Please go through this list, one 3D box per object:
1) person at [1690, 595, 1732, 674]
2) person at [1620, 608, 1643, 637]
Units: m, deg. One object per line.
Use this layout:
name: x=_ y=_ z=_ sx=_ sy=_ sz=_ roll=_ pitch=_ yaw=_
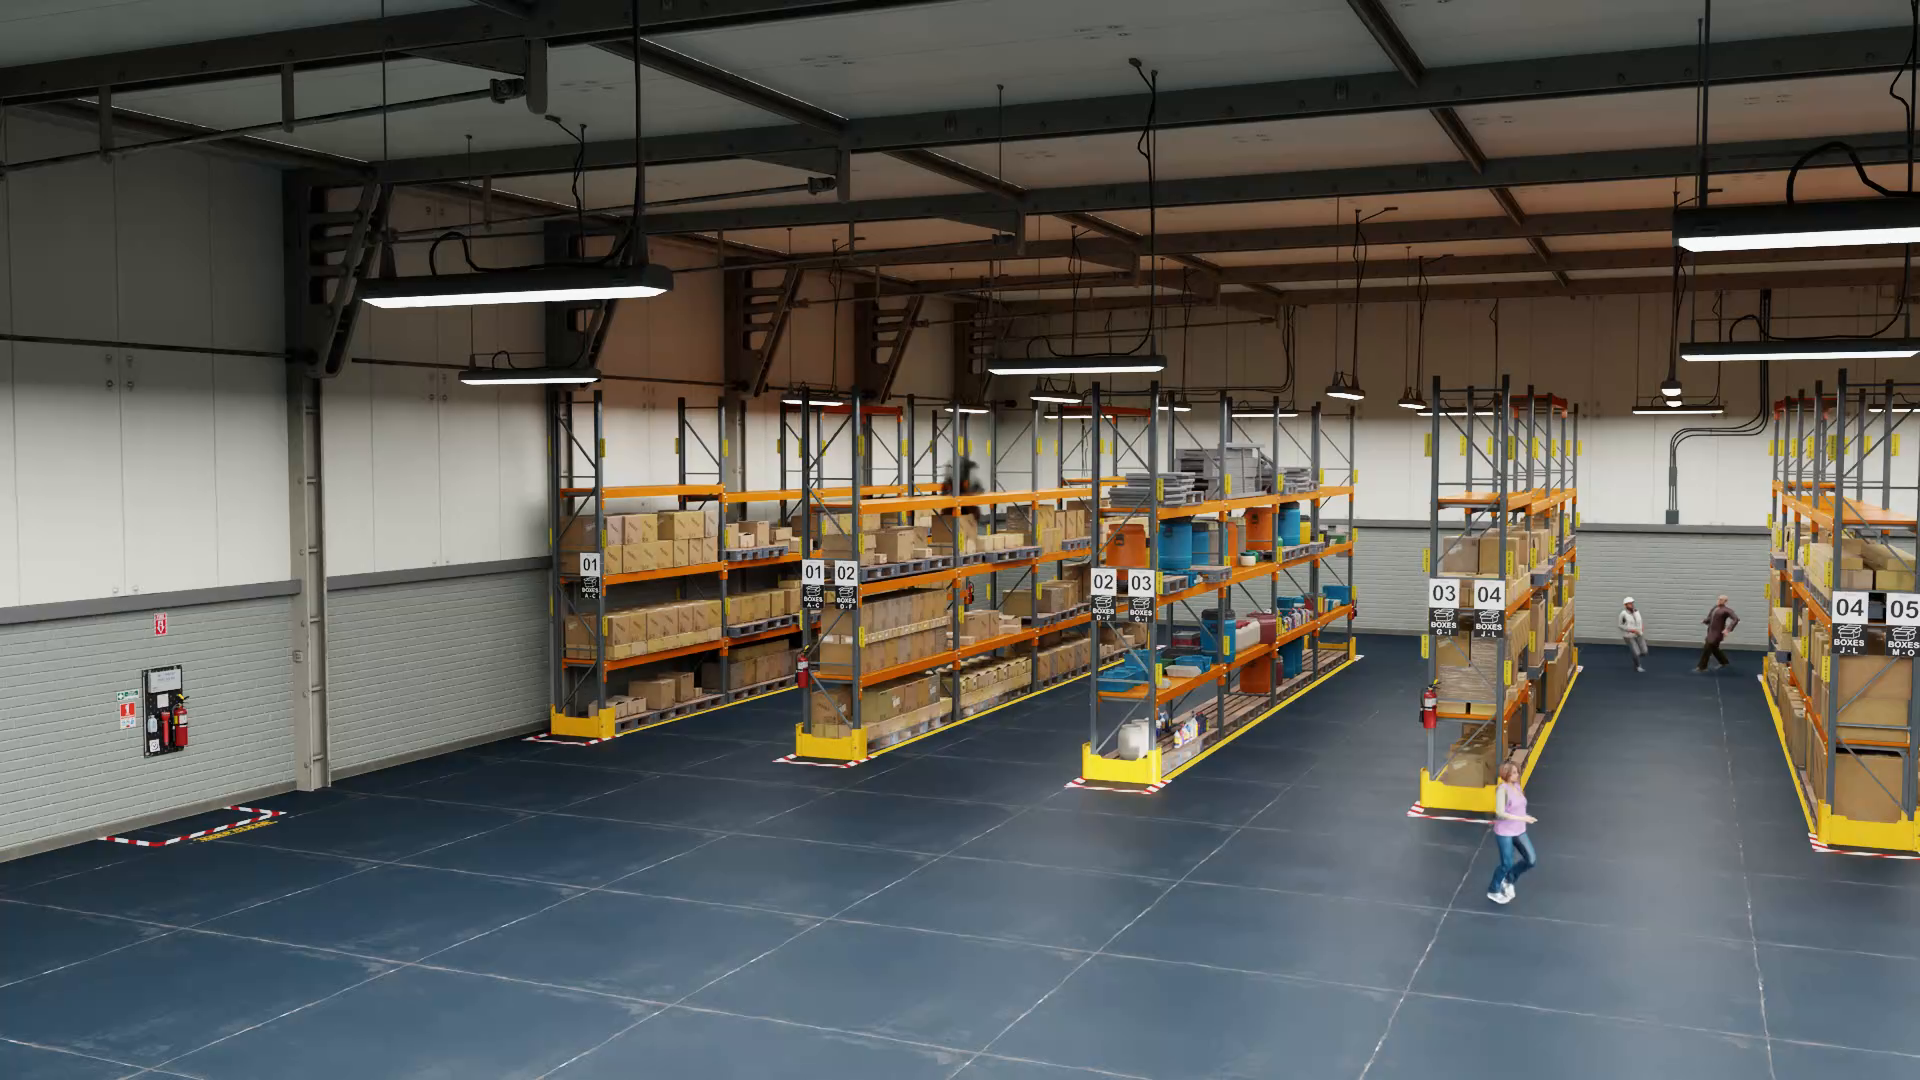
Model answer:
person: x=16.703 y=2.087 z=36.799 sx=0.973 sy=1.767 sz=0.723 roll=0 pitch=3 yaw=0
person: x=14.982 y=1.844 z=37.069 sx=0.510 sy=0.643 sz=0.362 roll=-1 pitch=3 yaw=-12
